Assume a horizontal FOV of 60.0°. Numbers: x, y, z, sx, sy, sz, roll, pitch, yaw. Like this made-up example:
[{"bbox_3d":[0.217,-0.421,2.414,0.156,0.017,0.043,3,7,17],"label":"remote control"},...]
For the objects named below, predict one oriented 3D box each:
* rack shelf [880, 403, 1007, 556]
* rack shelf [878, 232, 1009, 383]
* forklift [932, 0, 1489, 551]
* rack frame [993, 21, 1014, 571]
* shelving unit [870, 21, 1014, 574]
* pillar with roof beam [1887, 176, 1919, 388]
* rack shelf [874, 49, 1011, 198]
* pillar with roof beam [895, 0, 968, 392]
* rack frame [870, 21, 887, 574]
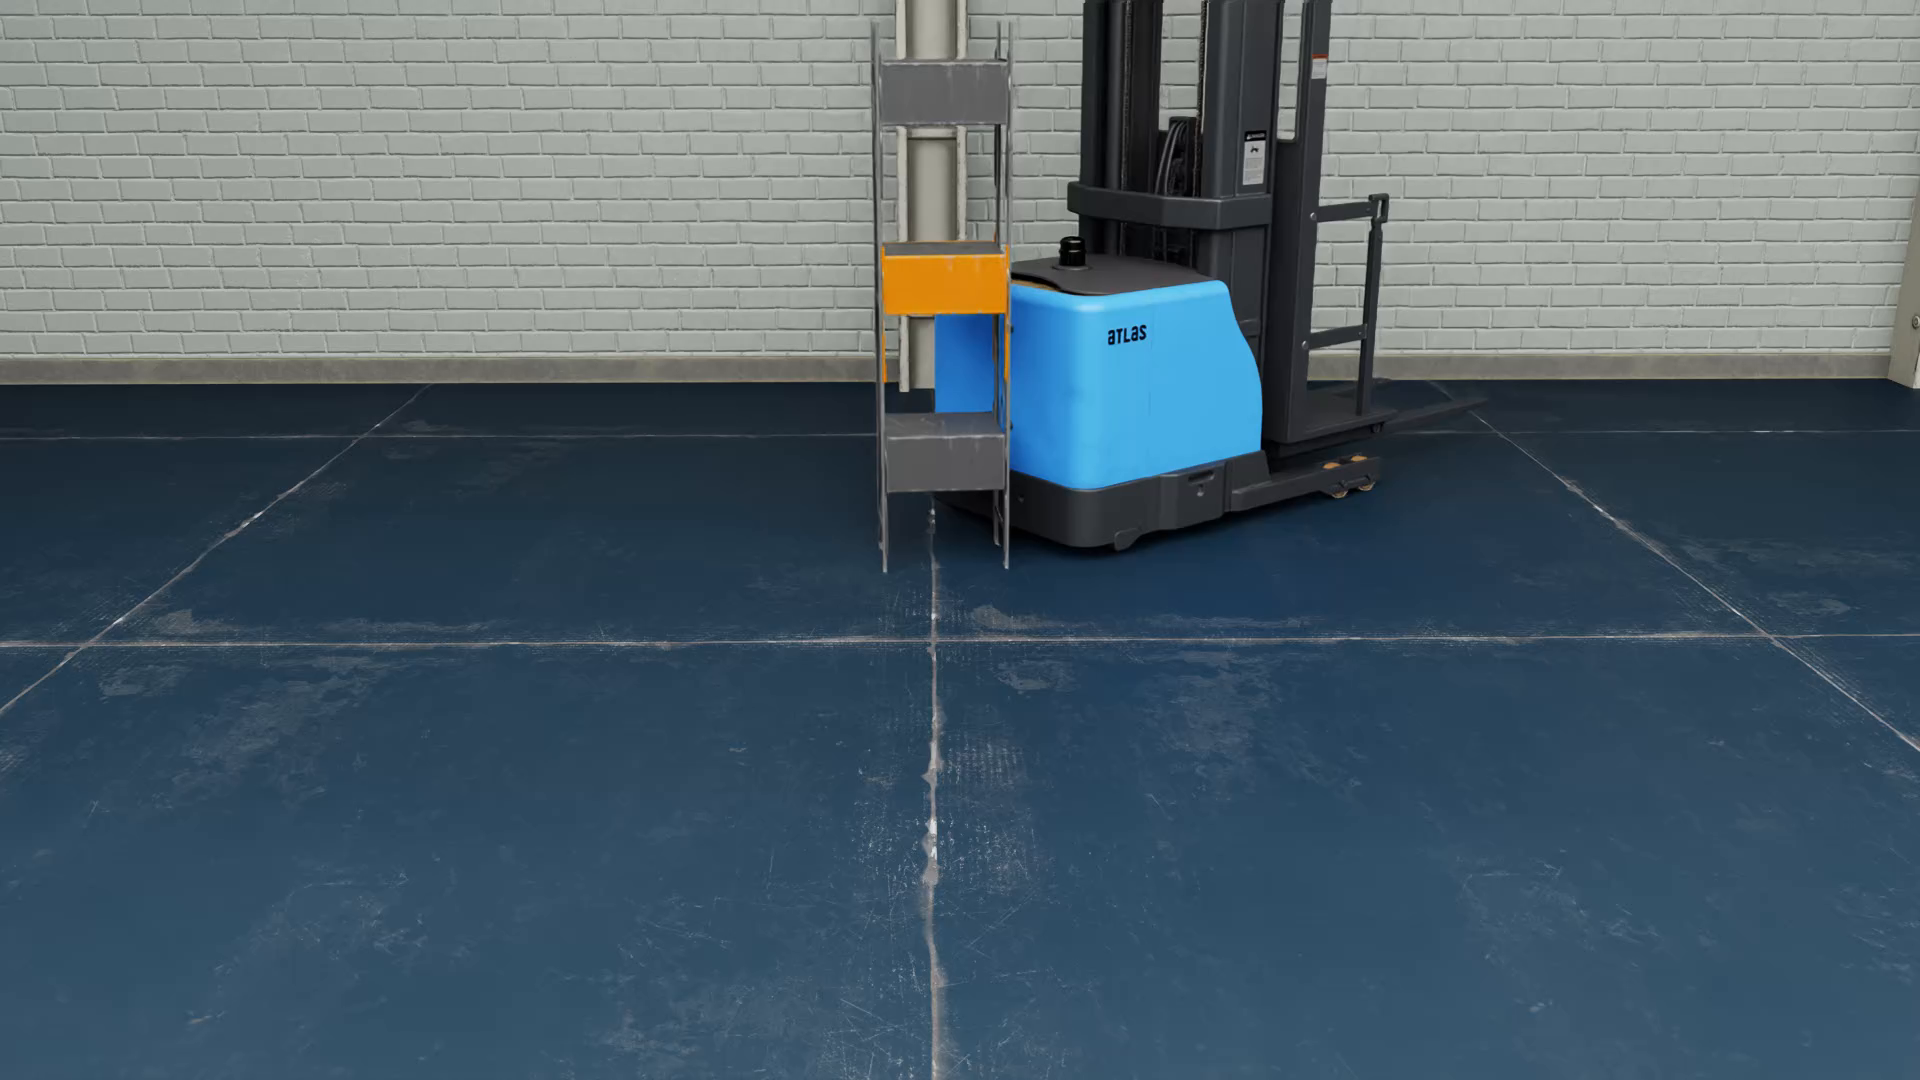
[{"bbox_3d":[-0.074,-0.252,6.731,0.480,0.518,0.431,-2,18,-5],"label":"rack shelf"},{"bbox_3d":[-0.074,-0.918,6.517,0.480,0.518,0.431,-2,18,-5],"label":"rack shelf"},{"bbox_3d":[1.340,-1.697,7.540,3.031,2.935,1.130,-14,22,-37],"label":"forklift"},{"bbox_3d":[0.168,-0.938,6.535,0.015,2.100,0.400,-2,18,-5],"label":"rack frame"},{"bbox_3d":[-0.074,-0.931,6.513,0.503,2.100,0.431,-2,18,-5],"label":"shelving unit"},{"bbox_3d":[5.907,-3.918,4.528,0.400,9.000,9.100,0,18,-1],"label":"pillar with roof beam"},{"bbox_3d":[-0.074,-1.585,6.303,0.480,0.518,0.431,-2,18,-5],"label":"rack shelf"},{"bbox_3d":[-0.092,-3.889,4.437,0.400,9.000,9.100,0,18,-1],"label":"pillar with roof beam"},{"bbox_3d":[-0.317,-0.924,6.490,0.015,2.100,0.400,-2,18,-5],"label":"rack frame"}]
